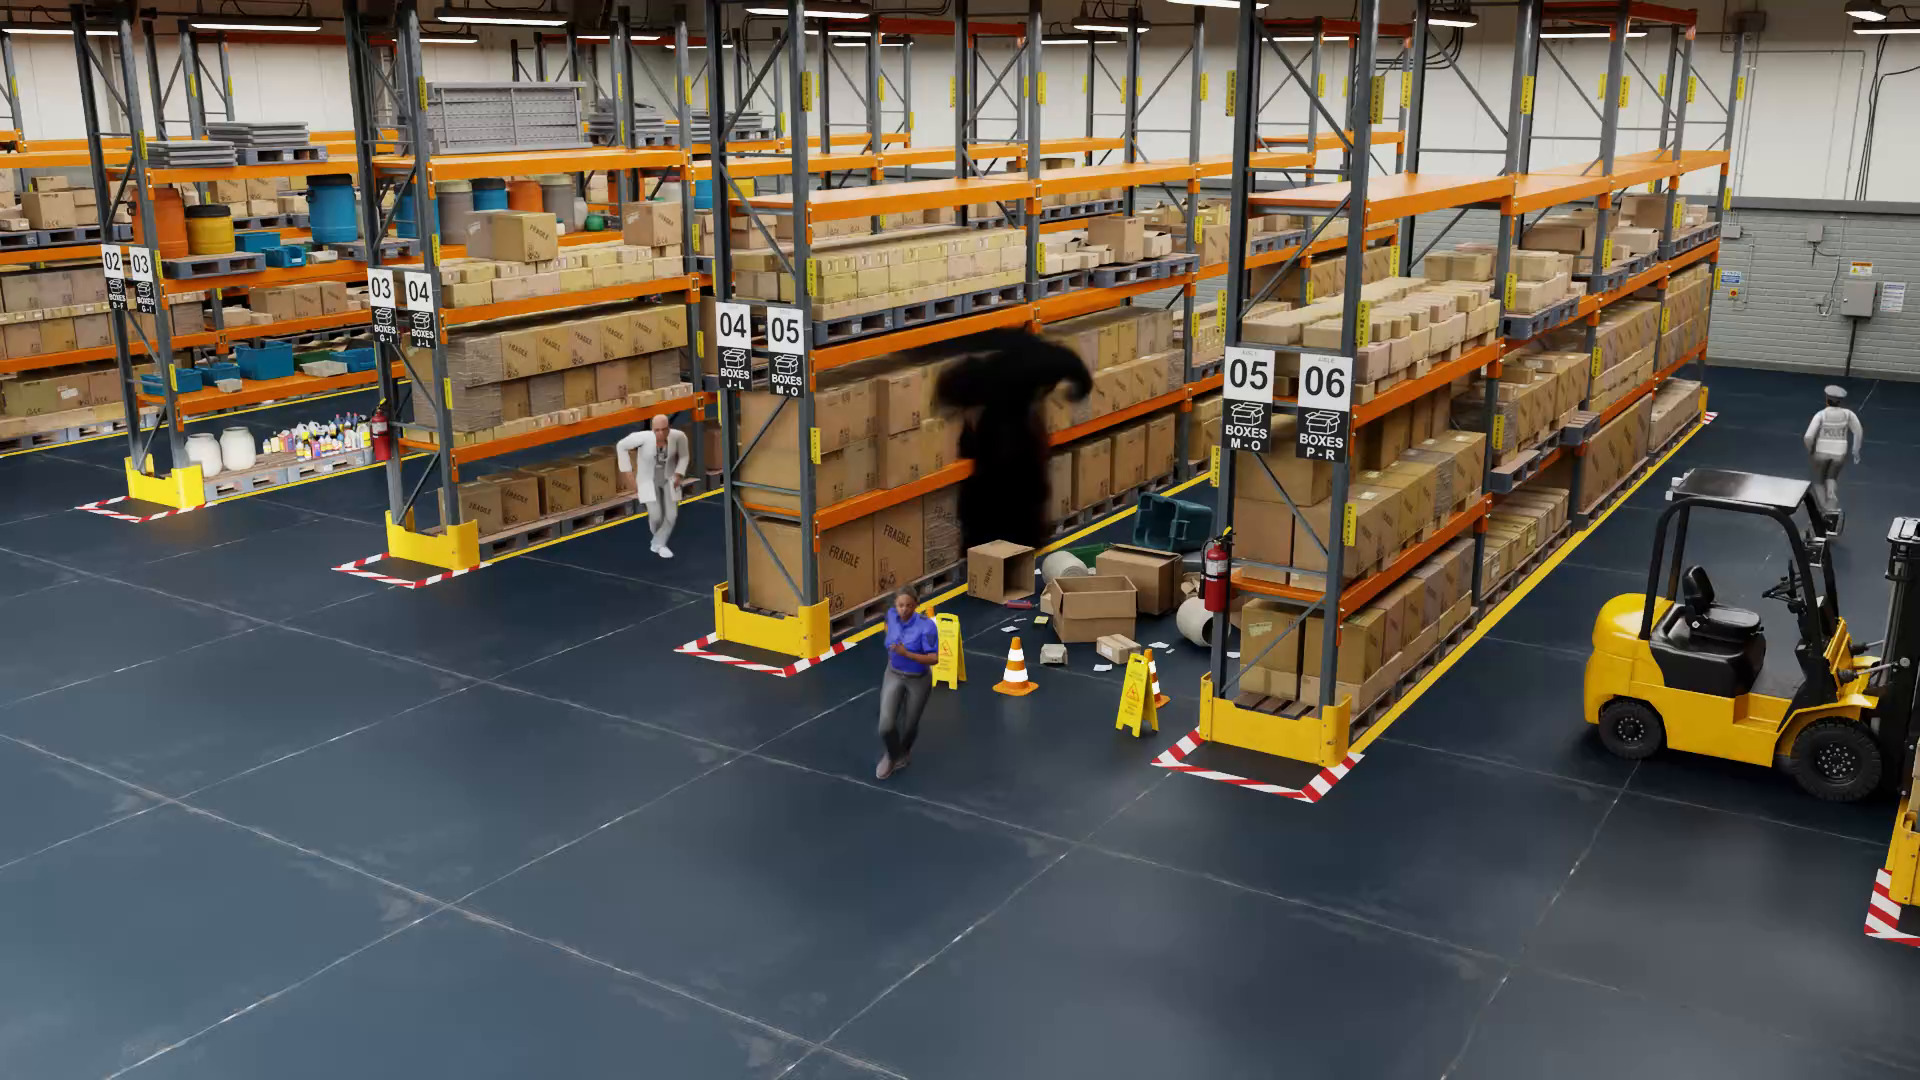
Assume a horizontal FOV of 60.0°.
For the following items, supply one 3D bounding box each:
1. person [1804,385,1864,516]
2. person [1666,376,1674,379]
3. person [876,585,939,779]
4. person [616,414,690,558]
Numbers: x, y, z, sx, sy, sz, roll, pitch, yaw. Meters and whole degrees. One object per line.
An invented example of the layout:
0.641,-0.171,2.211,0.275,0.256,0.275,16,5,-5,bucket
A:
10.399,-1.009,19.837,0.656,1.629,0.513,4,16,14,person
11.462,-3.020,27.147,0.795,1.590,0.689,11,19,34,person
-0.383,1.062,12.447,0.515,1.593,0.805,2,16,7,person
-3.167,-0.567,17.252,0.738,1.599,0.810,-5,16,-18,person
